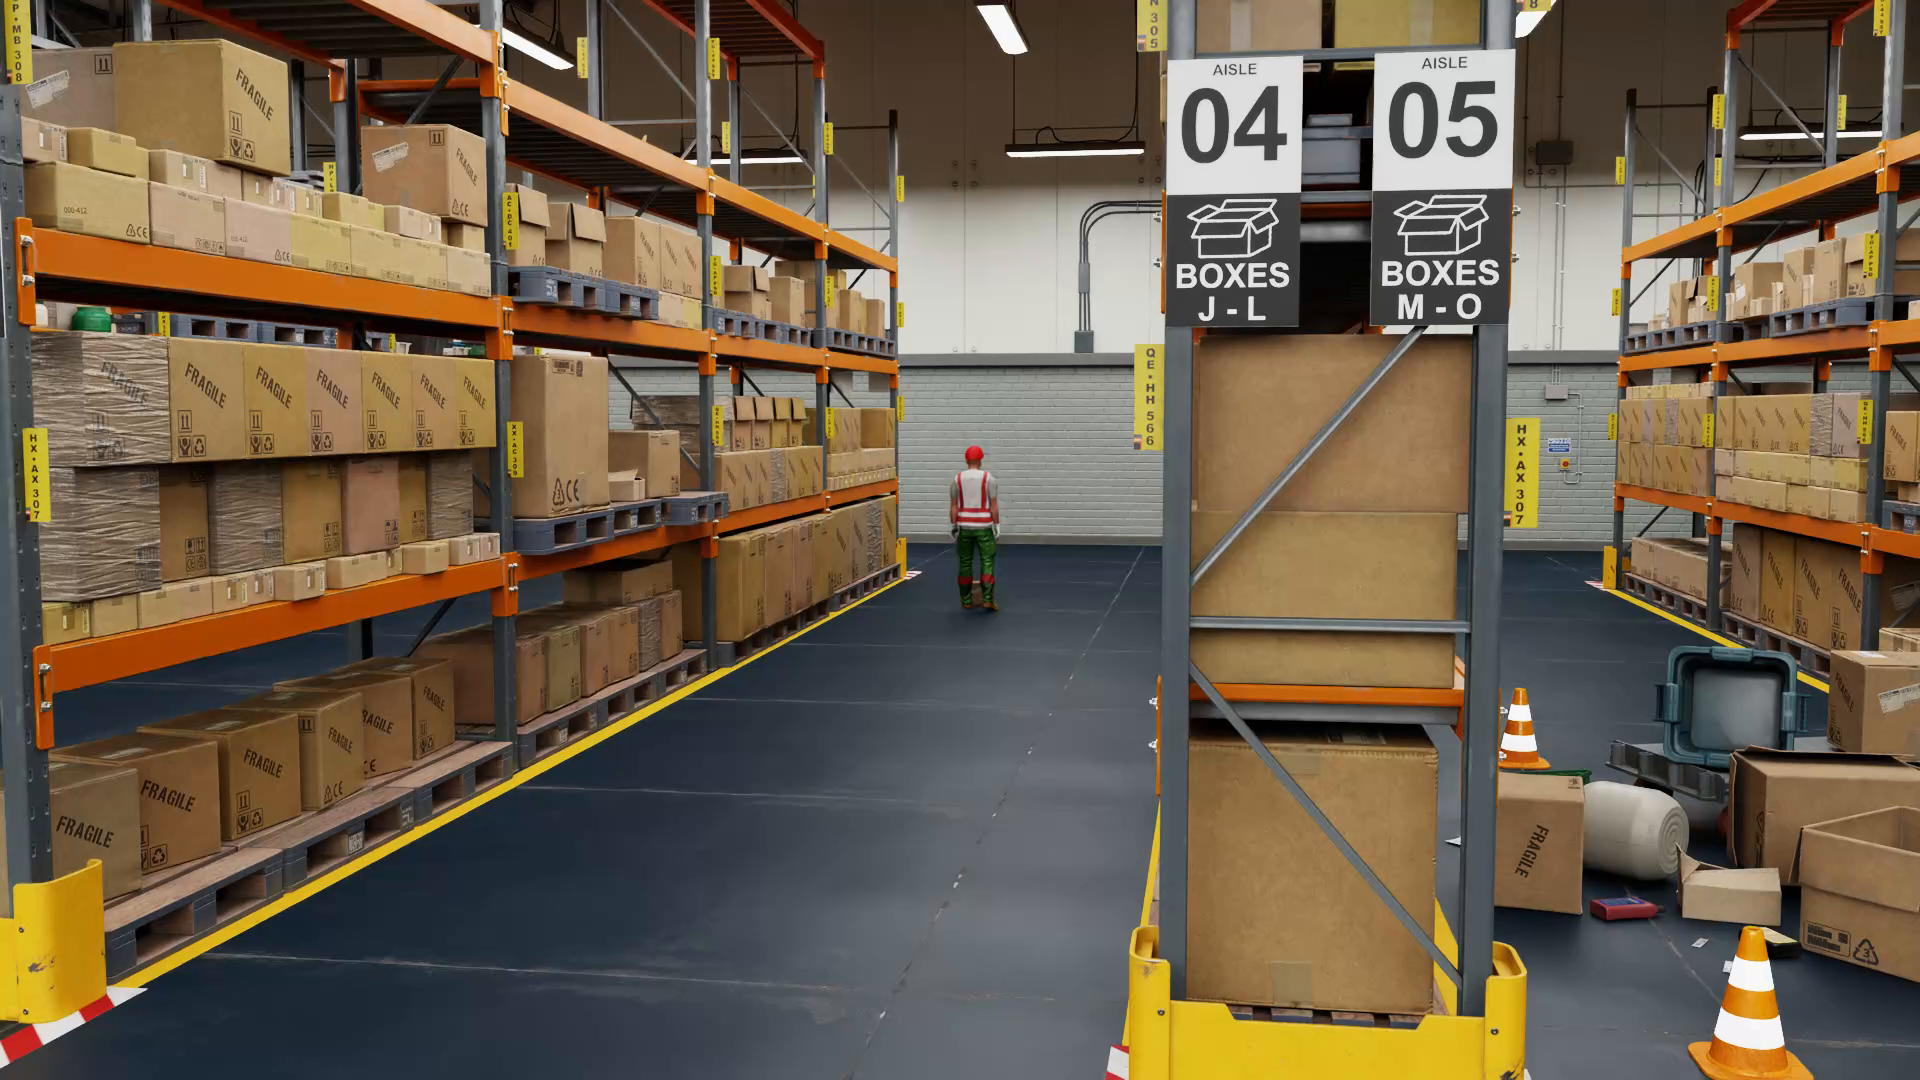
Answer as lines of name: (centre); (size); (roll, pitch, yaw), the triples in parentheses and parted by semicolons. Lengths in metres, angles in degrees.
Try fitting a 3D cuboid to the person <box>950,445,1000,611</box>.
person: (0.171, -0.135, 18.165); (0.564, 1.803, 0.562); (1, 5, 14)
